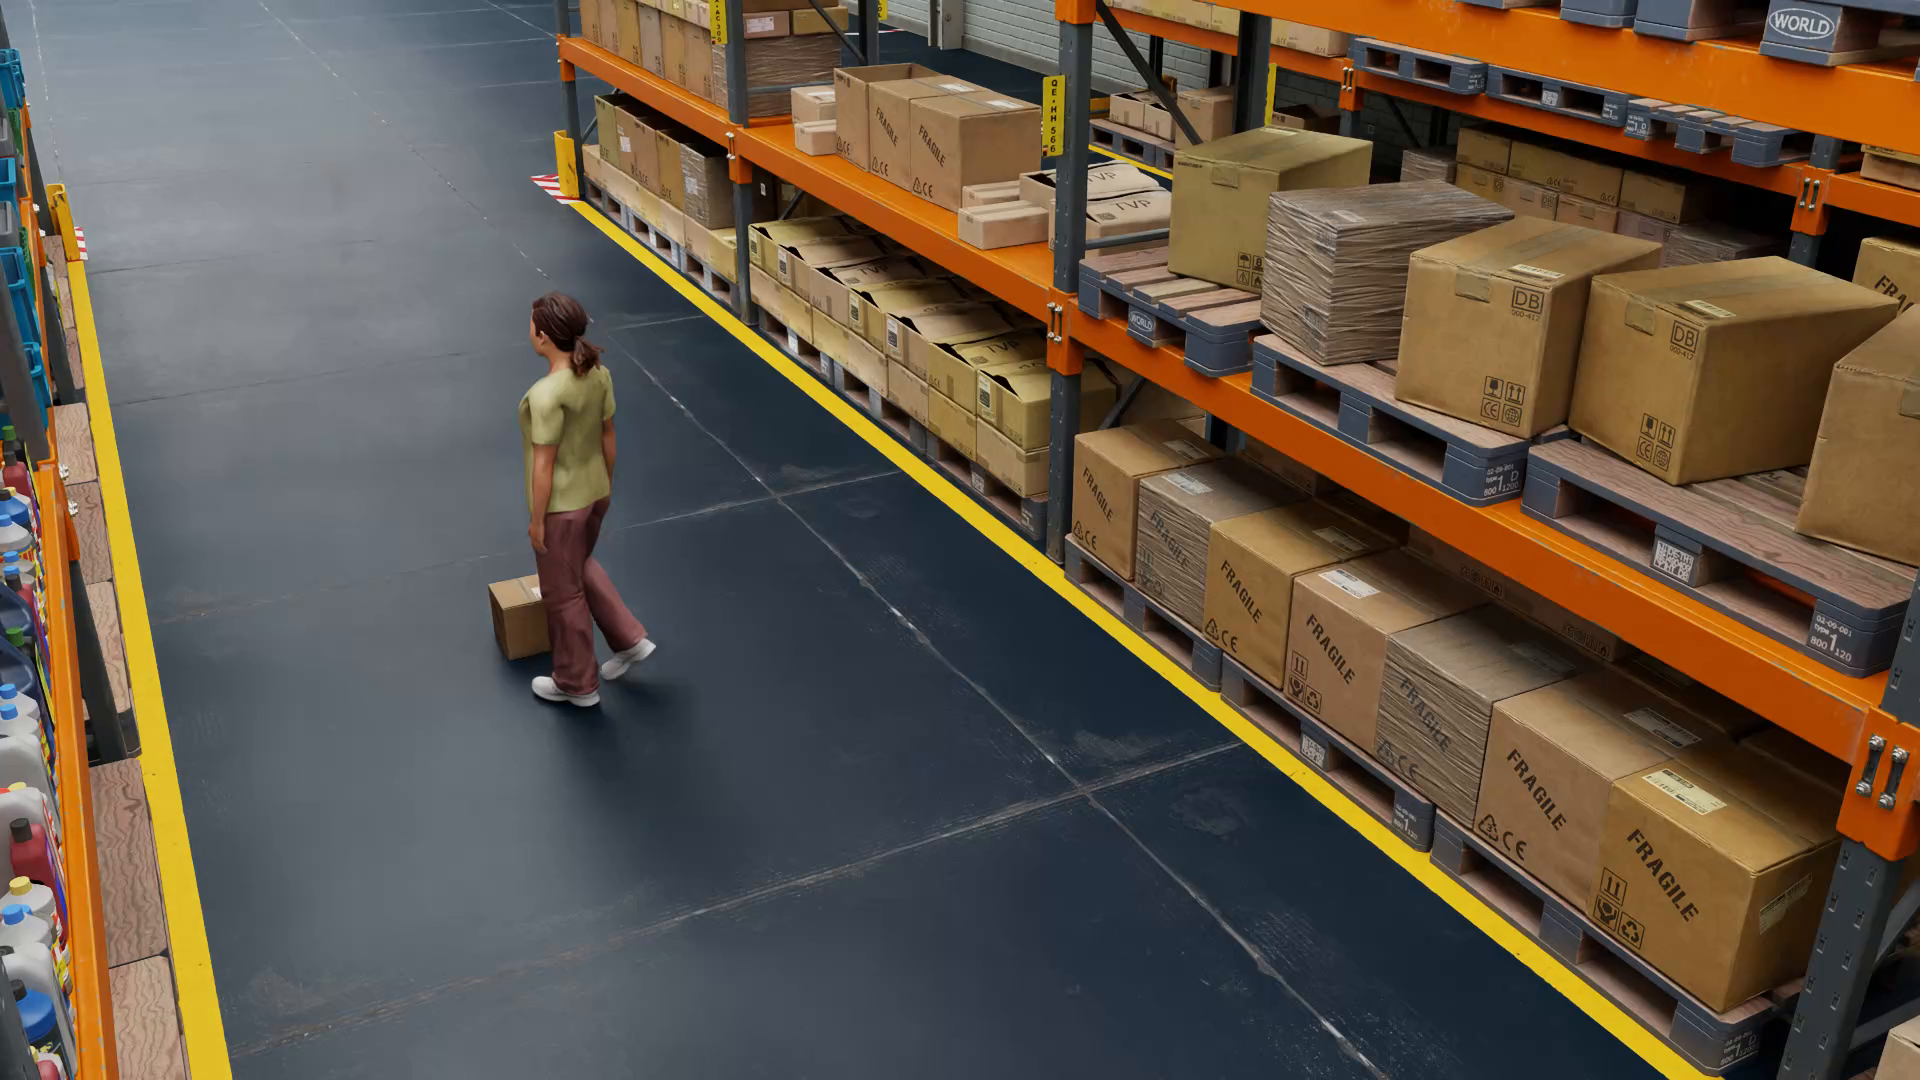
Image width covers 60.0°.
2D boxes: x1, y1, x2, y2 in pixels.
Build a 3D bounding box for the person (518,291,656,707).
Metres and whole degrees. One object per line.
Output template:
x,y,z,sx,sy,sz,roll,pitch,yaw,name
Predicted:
-1.500,-0.133,6.368,0.450,1.677,0.459,10,27,20,person
